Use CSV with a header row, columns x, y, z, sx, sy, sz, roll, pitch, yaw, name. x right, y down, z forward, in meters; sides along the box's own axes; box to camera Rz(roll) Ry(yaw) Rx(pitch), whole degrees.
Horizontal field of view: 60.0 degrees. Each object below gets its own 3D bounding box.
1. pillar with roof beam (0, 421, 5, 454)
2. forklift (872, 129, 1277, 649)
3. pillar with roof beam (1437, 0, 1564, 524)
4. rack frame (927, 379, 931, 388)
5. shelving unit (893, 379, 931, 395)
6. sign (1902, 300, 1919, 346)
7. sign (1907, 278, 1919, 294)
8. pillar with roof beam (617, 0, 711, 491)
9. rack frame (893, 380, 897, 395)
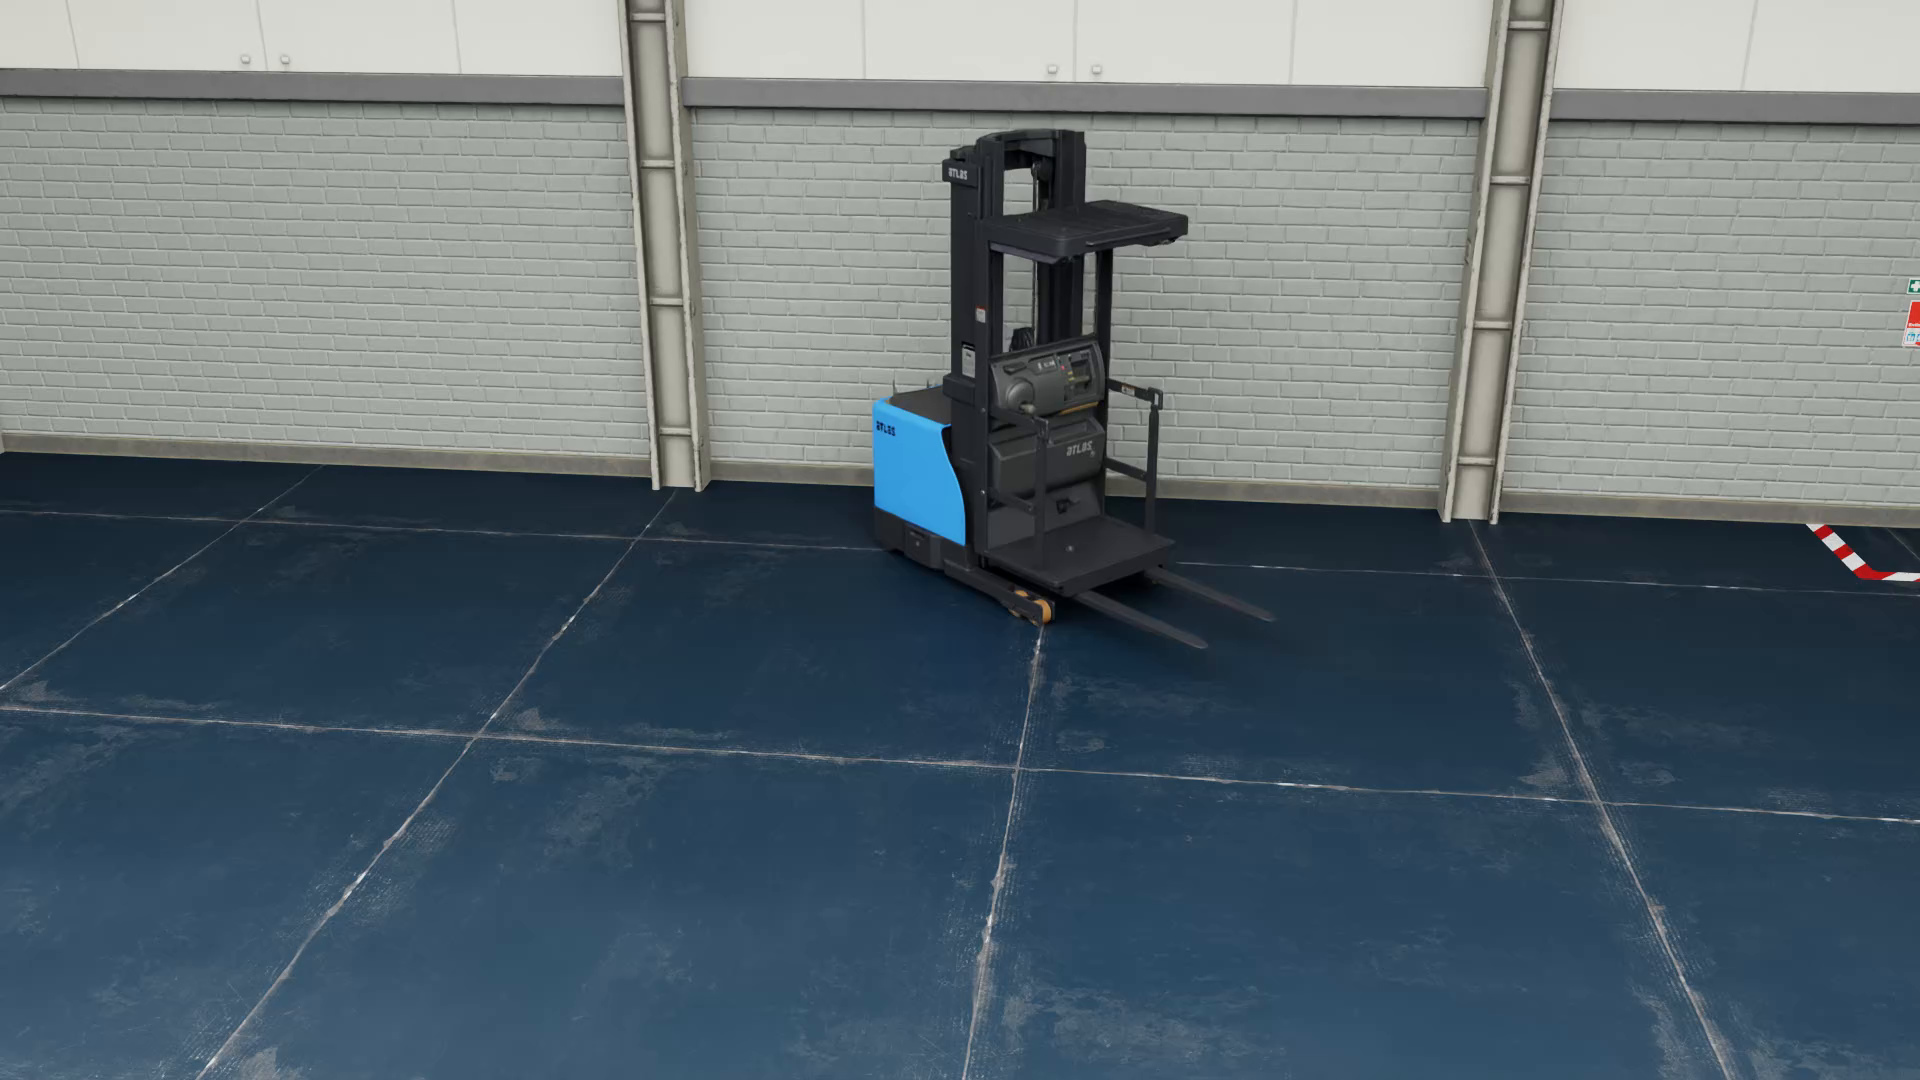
x,y,z,sx,sy,sz,roll,pitch,yaw,name
-8.645,-3.314,8.082,0.400,9.000,9.100,2,22,6,pillar with roof beam
0.708,-1.027,10.551,1.130,2.935,3.031,-17,27,-36,forklift
3.272,-2.794,6.768,0.400,9.000,9.100,2,22,6,pillar with roof beam
-0.225,-0.643,12.138,0.008,1.050,0.200,-3,22,-7,rack frame
-0.346,-0.637,12.123,0.252,1.050,0.215,-3,22,-7,shelving unit
6.750,-1.516,11.645,0.234,0.329,0.001,2,22,6,sign
6.754,-1.759,11.539,0.331,0.109,0.001,2,22,6,sign
-2.687,-3.054,7.425,0.400,9.000,9.100,2,22,6,pillar with roof beam
-0.467,-0.631,12.108,0.008,1.050,0.200,-3,22,-7,rack frame
